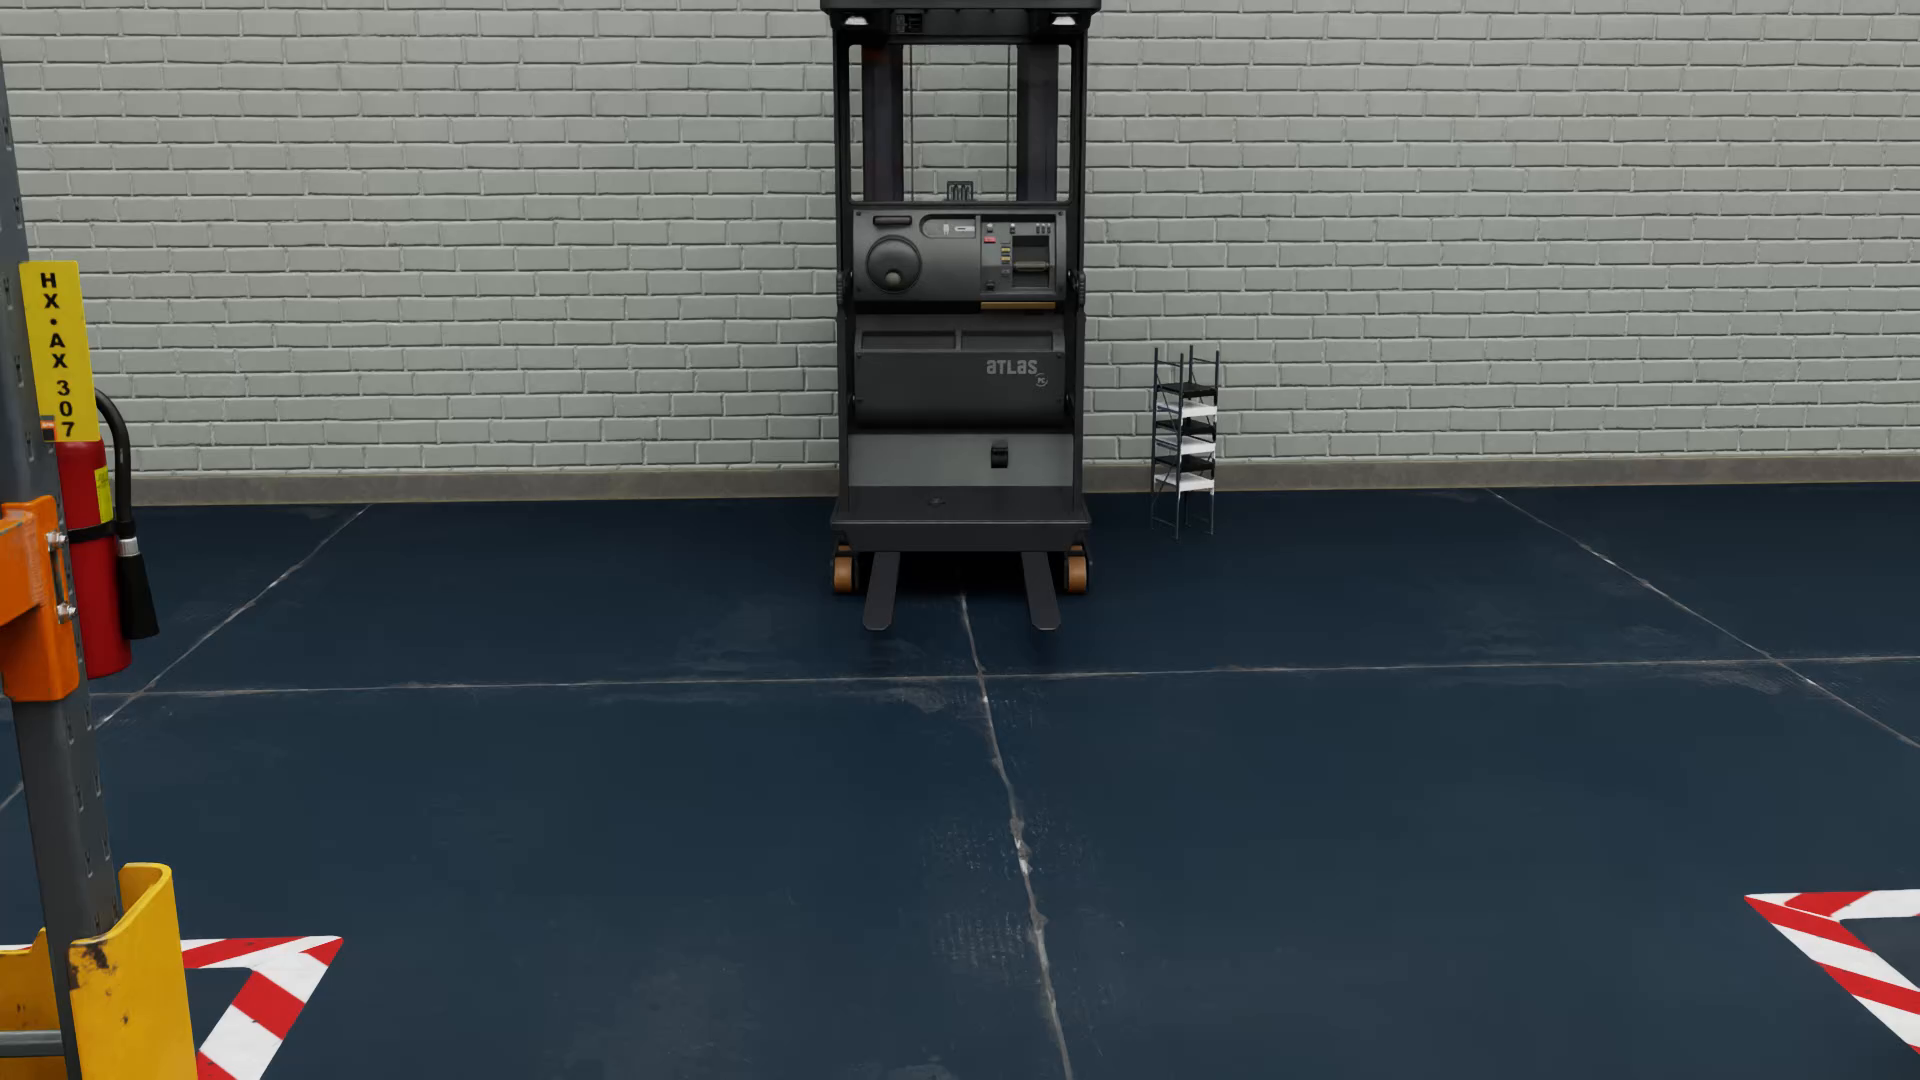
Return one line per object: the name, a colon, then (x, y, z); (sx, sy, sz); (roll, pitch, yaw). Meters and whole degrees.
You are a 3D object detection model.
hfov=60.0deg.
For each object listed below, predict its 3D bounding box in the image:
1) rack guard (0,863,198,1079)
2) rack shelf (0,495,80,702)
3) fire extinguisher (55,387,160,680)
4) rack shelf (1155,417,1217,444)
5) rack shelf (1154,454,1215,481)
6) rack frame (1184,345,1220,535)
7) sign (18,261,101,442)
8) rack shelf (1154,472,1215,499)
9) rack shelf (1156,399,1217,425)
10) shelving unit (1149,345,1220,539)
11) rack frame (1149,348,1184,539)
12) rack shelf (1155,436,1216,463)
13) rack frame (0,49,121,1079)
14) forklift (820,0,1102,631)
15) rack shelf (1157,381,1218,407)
rack guard: (-2.181, 0.959, 3.296); (1.175, 0.500, 0.348); (-1, 14, -3)
rack shelf: (-2.042, 0.600, 1.118); (1.077, 0.370, 4.000); (-1, 14, -3)
fire extinguisher: (-1.722, -0.072, 3.191); (0.296, 0.674, 0.183); (-1, 14, -3)
rack shelf: (1.087, -0.532, 8.062); (0.200, 0.077, 0.258); (-7, 16, -26)
rack shelf: (1.087, -0.358, 8.107); (0.200, 0.077, 0.258); (-7, 16, -26)
rack frame: (1.178, -0.489, 8.121); (0.006, 0.900, 0.240); (-7, 16, -26)
sign: (-1.618, -0.337, 2.990); (0.100, 0.325, 0.005); (-1, 14, -3)
rack shelf: (1.087, -0.271, 8.130); (0.200, 0.077, 0.258); (-7, 16, -26)
rack shelf: (1.087, -0.620, 8.040); (0.200, 0.077, 0.258); (-7, 16, -26)
shelving unit: (1.087, -0.478, 8.076); (0.210, 0.900, 0.258); (-7, 16, -26)
rack frame: (0.996, -0.466, 8.032); (0.006, 0.900, 0.240); (-7, 16, -26)
rack shelf: (1.087, -0.445, 8.085); (0.200, 0.077, 0.258); (-7, 16, -26)
rack frame: (-2.163, -0.246, 2.962); (0.949, 2.616, 0.053); (-1, 14, -3)
forklift: (0.002, -1.263, 7.055); (1.130, 2.935, 3.031); (0, 14, 0)
rack shelf: (1.087, -0.707, 8.017); (0.200, 0.077, 0.258); (-7, 16, -26)
